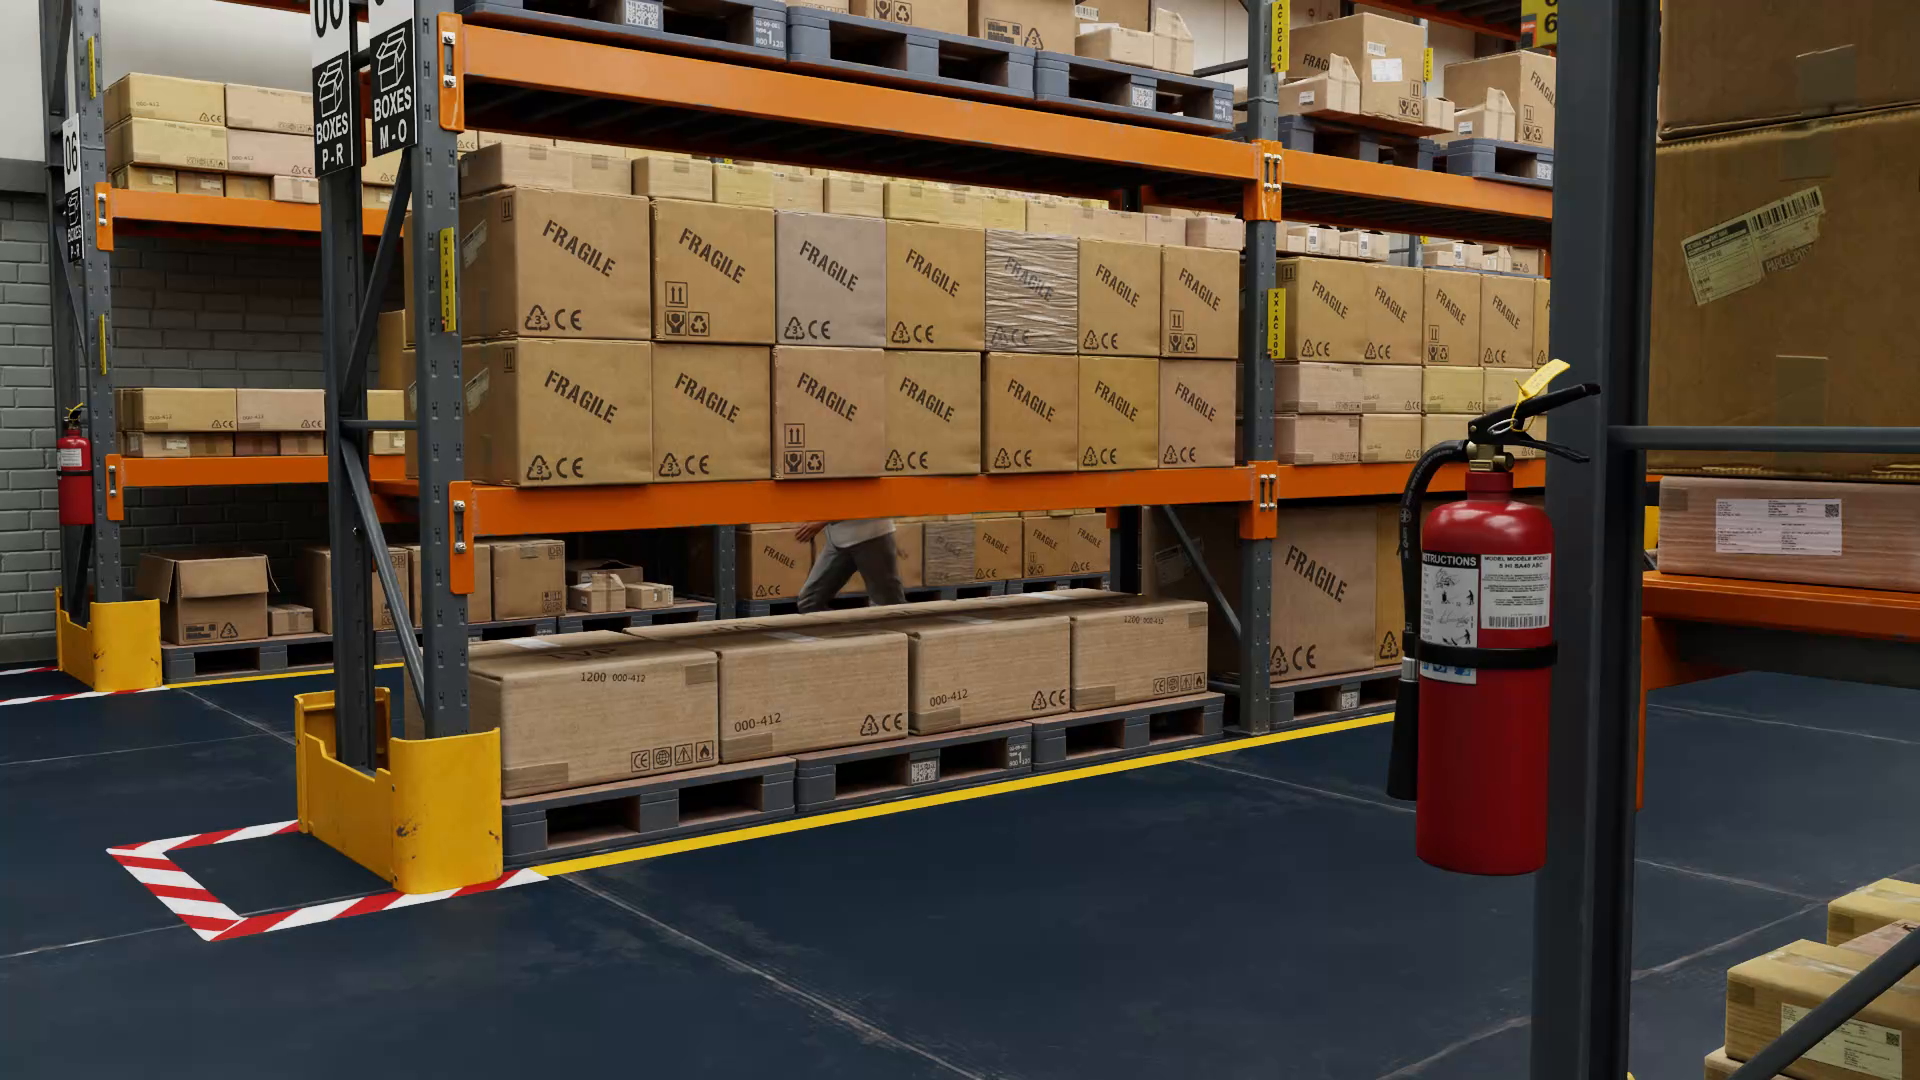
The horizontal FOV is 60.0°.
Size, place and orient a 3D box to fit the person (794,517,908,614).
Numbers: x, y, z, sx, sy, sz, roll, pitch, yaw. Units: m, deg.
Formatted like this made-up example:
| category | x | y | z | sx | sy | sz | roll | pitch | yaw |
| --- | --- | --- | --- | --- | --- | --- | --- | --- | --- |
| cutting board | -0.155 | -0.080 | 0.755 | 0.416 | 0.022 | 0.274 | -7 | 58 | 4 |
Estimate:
| category | x | y | z | sx | sy | sz | roll | pitch | yaw |
| --- | --- | --- | --- | --- | --- | --- | --- | --- | --- |
| person | -0.556 | -0.014 | 9.189 | 0.835 | 1.718 | 0.685 | -2 | 5 | -25 |
